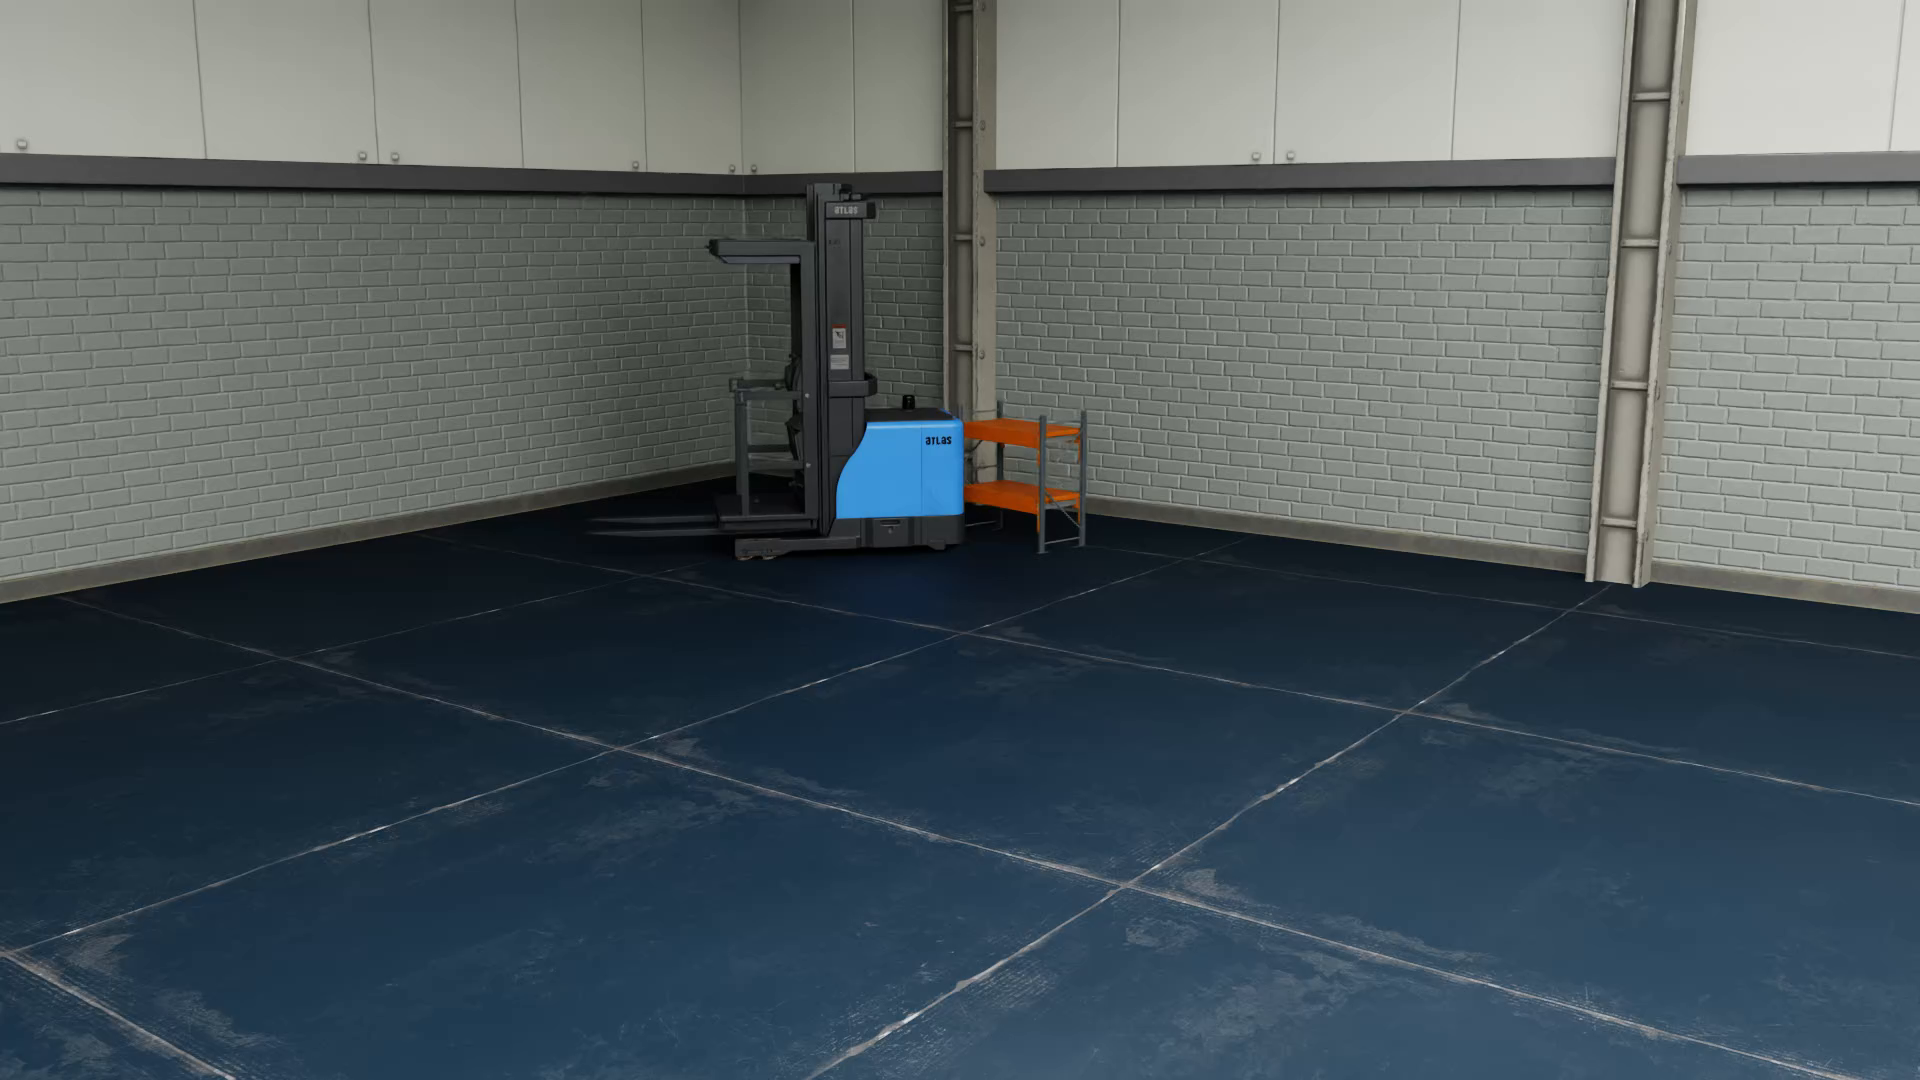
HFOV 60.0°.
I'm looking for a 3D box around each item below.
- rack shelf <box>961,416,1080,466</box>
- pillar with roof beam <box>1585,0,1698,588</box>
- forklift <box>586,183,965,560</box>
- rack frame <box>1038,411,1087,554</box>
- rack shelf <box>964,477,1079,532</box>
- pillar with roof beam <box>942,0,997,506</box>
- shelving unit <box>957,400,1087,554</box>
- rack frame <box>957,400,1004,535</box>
[{"bbox_3d":[0.506,-0.832,13.828,0.538,0.278,1.000,-9,14,-39],"label":"rack shelf"},{"bbox_3d":[2.375,-3.452,8.182,0.400,9.000,9.100,8,13,36],"label":"pillar with roof beam"},{"bbox_3d":[-1.522,-1.385,13.471,3.031,2.935,1.130,-2,11,-10],"label":"forklift"},{"bbox_3d":[0.834,-0.471,13.503,0.500,1.125,0.032,-9,14,-39],"label":"rack frame"},{"bbox_3d":[0.506,-0.305,13.931,0.538,0.278,1.000,-9,14,-39],"label":"rack shelf"},{"bbox_3d":[-2.461,-4.127,11.669,0.400,9.000,9.100,8,13,36],"label":"pillar with roof beam"},{"bbox_3d":[0.506,-0.545,13.884,0.538,1.125,1.048,-9,14,-39],"label":"shelving unit"},{"bbox_3d":[0.177,-0.618,14.265,0.500,1.125,0.032,-9,14,-39],"label":"rack frame"}]
